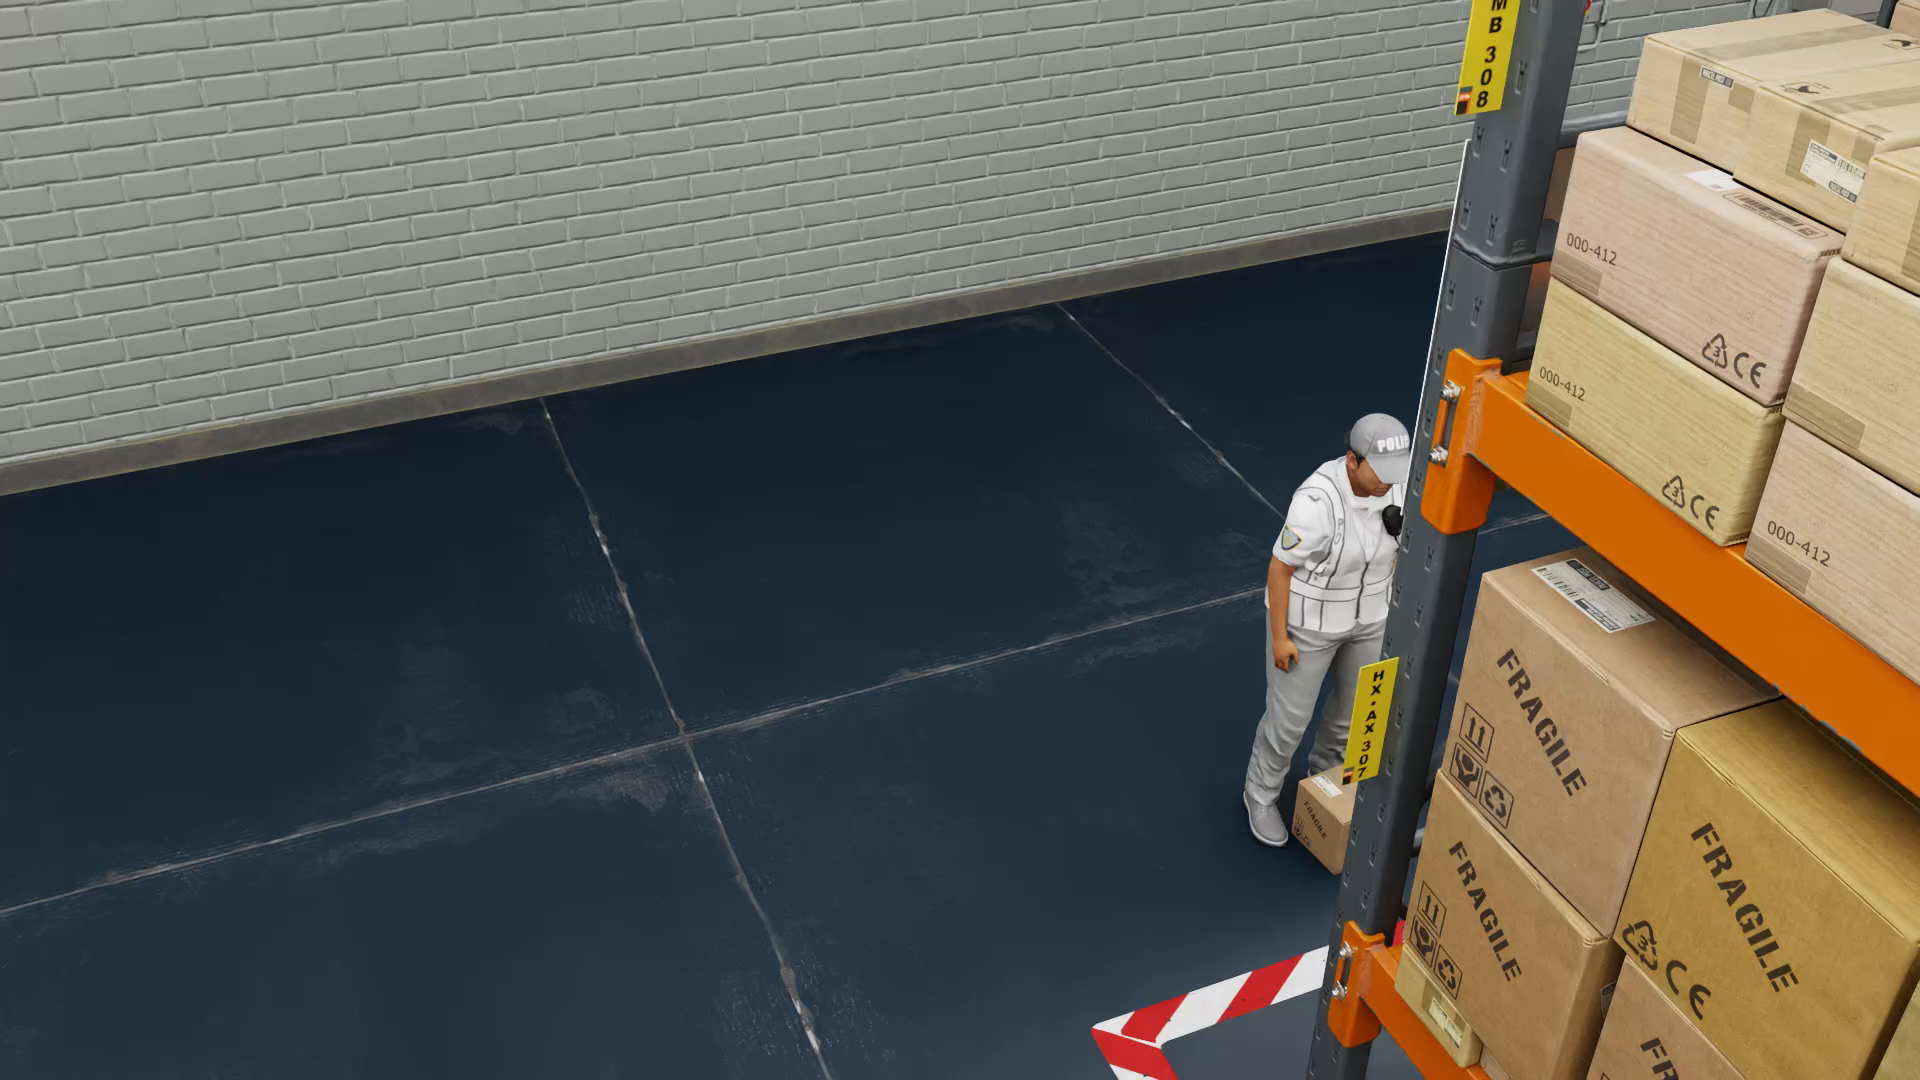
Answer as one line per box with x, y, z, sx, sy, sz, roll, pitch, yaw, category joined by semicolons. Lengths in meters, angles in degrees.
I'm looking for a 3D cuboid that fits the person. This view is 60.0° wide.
1.284;0.286;5.706;0.539;1.667;0.465;-13;36;-18;person
